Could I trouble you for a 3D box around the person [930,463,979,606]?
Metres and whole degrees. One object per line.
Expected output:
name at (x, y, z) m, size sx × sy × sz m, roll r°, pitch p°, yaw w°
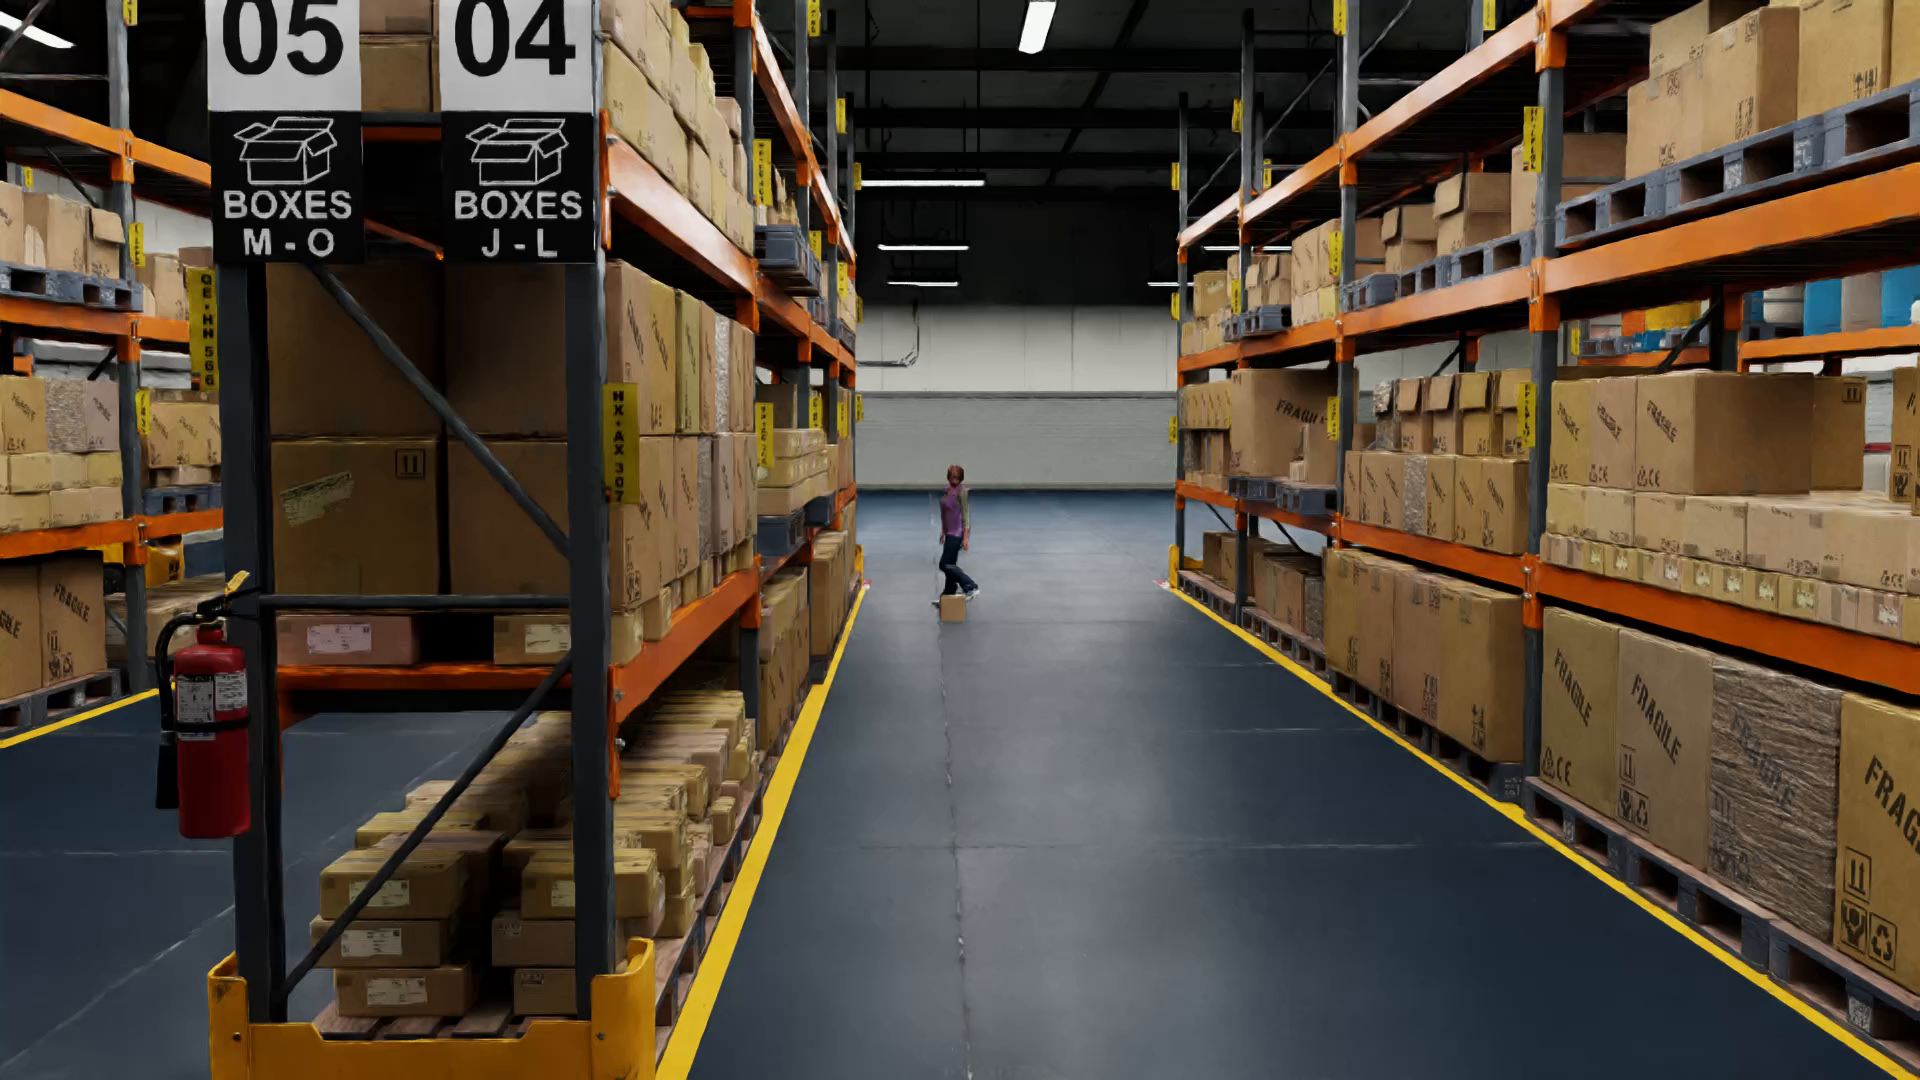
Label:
person at (-0.057, -0.049, 18.046) m, size 0.429 × 1.571 × 0.566 m, roll -1°, pitch 4°, yaw -16°
